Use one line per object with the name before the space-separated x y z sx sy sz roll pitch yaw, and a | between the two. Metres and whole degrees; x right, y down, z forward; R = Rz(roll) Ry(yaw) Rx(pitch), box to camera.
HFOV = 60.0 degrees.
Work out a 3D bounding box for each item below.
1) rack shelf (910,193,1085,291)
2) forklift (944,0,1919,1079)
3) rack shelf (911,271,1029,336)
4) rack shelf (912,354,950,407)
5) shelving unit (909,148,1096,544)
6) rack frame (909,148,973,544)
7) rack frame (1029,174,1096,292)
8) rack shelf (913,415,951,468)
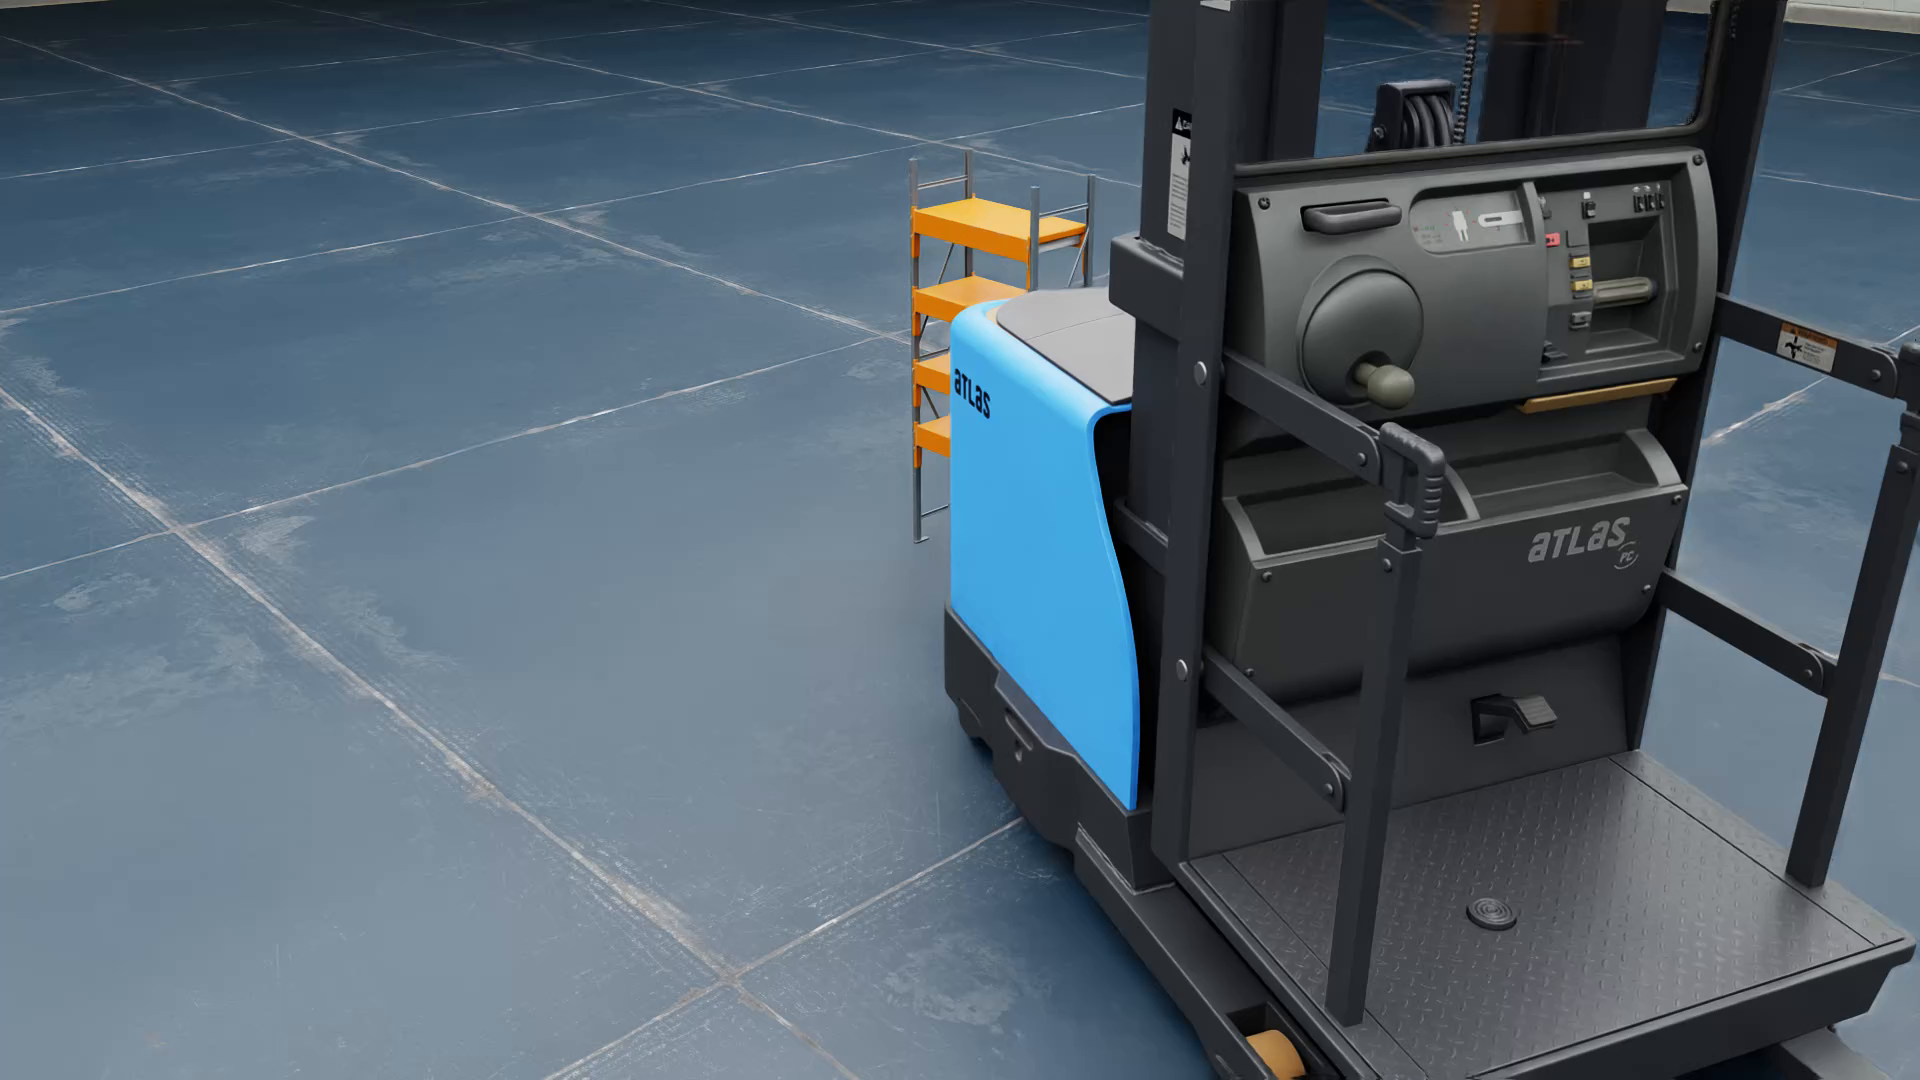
rack shelf | 0.113 -0.853 4.728 0.258 0.148 0.480 -21 32 -38
forklift | 0.980 -0.414 2.626 1.130 2.935 3.031 -9 26 -20
rack shelf | 0.113 -0.638 4.826 0.258 0.148 0.480 -21 32 -38
rack shelf | 0.113 -0.435 4.919 0.258 0.148 0.480 -21 32 -38
shelving unit | 0.113 -0.496 4.891 0.258 1.200 0.503 -21 32 -38
rack frame | -0.054 -0.570 5.053 0.240 1.200 0.015 -21 32 -38
rack frame | 0.280 -0.422 4.729 0.240 1.200 0.015 -21 32 -38
rack shelf | 0.113 -0.254 5.001 0.258 0.148 0.480 -21 32 -38
